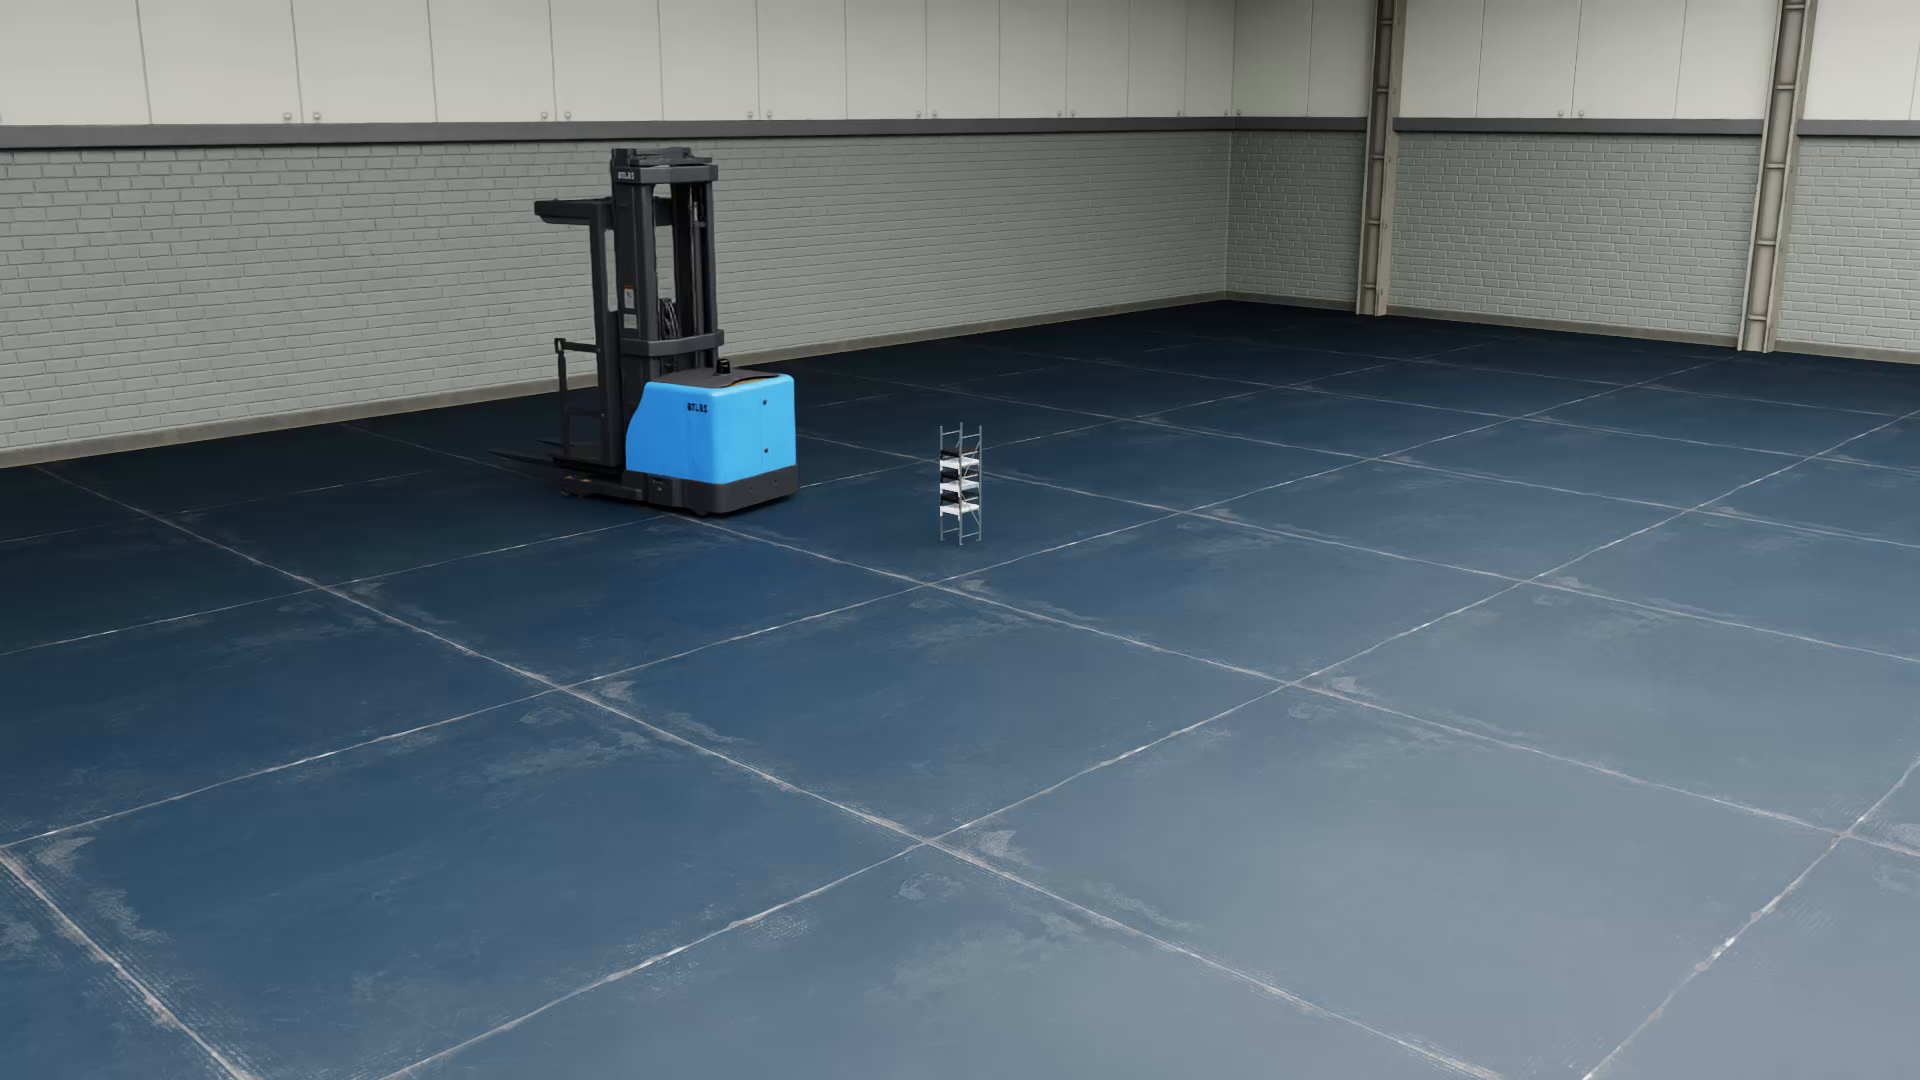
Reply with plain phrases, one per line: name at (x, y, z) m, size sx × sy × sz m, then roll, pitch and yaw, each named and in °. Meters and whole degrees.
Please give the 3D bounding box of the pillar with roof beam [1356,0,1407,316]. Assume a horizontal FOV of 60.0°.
pillar with roof beam at (3.695, -7.245, 22.891) m, size 0.400 × 9.000 × 9.100 m, roll 14°, pitch 20°, yaw 42°

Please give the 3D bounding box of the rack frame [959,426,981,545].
rack frame at (0.079, -0.416, 12.745) m, size 0.006 × 0.900 × 0.240 m, roll 14°, pitch 20°, yaw 42°

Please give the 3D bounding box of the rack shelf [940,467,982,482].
rack shelf at (0.006, -0.489, 12.799) m, size 0.200 × 0.077 × 0.258 m, roll 14°, pitch 20°, yaw 42°

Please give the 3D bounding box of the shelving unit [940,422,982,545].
shelving unit at (0.006, -0.434, 12.813) m, size 0.210 × 0.900 × 0.258 m, roll 14°, pitch 20°, yaw 42°

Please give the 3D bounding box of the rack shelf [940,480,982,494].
rack shelf at (0.006, -0.402, 12.822) m, size 0.200 × 0.077 × 0.258 m, roll 14°, pitch 20°, yaw 42°

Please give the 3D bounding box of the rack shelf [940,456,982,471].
rack shelf at (0.006, -0.576, 12.776) m, size 0.200 × 0.077 × 0.258 m, roll 14°, pitch 20°, yaw 42°

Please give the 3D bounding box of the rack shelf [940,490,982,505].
rack shelf at (0.006, -0.315, 12.844) m, size 0.200 × 0.077 × 0.258 m, roll 14°, pitch 20°, yaw 42°

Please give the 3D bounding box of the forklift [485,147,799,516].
forklift at (-2.895, -1.879, 14.329) m, size 3.031 × 2.935 × 1.130 m, roll 10°, pitch 17°, yaw 33°

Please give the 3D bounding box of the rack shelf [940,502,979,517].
rack shelf at (0.006, -0.228, 12.867) m, size 0.200 × 0.077 × 0.258 m, roll 14°, pitch 20°, yaw 42°

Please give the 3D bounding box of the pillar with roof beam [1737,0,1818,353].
pillar with roof beam at (8.015, -6.195, 18.861) m, size 0.400 × 9.000 × 9.100 m, roll 14°, pitch 20°, yaw 42°

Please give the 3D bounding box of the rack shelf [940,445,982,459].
rack shelf at (0.006, -0.663, 12.753) m, size 0.200 × 0.077 × 0.258 m, roll 14°, pitch 20°, yaw 42°

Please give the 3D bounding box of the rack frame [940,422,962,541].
rack frame at (-0.067, -0.452, 12.881) m, size 0.006 × 0.900 × 0.240 m, roll 14°, pitch 20°, yaw 42°
